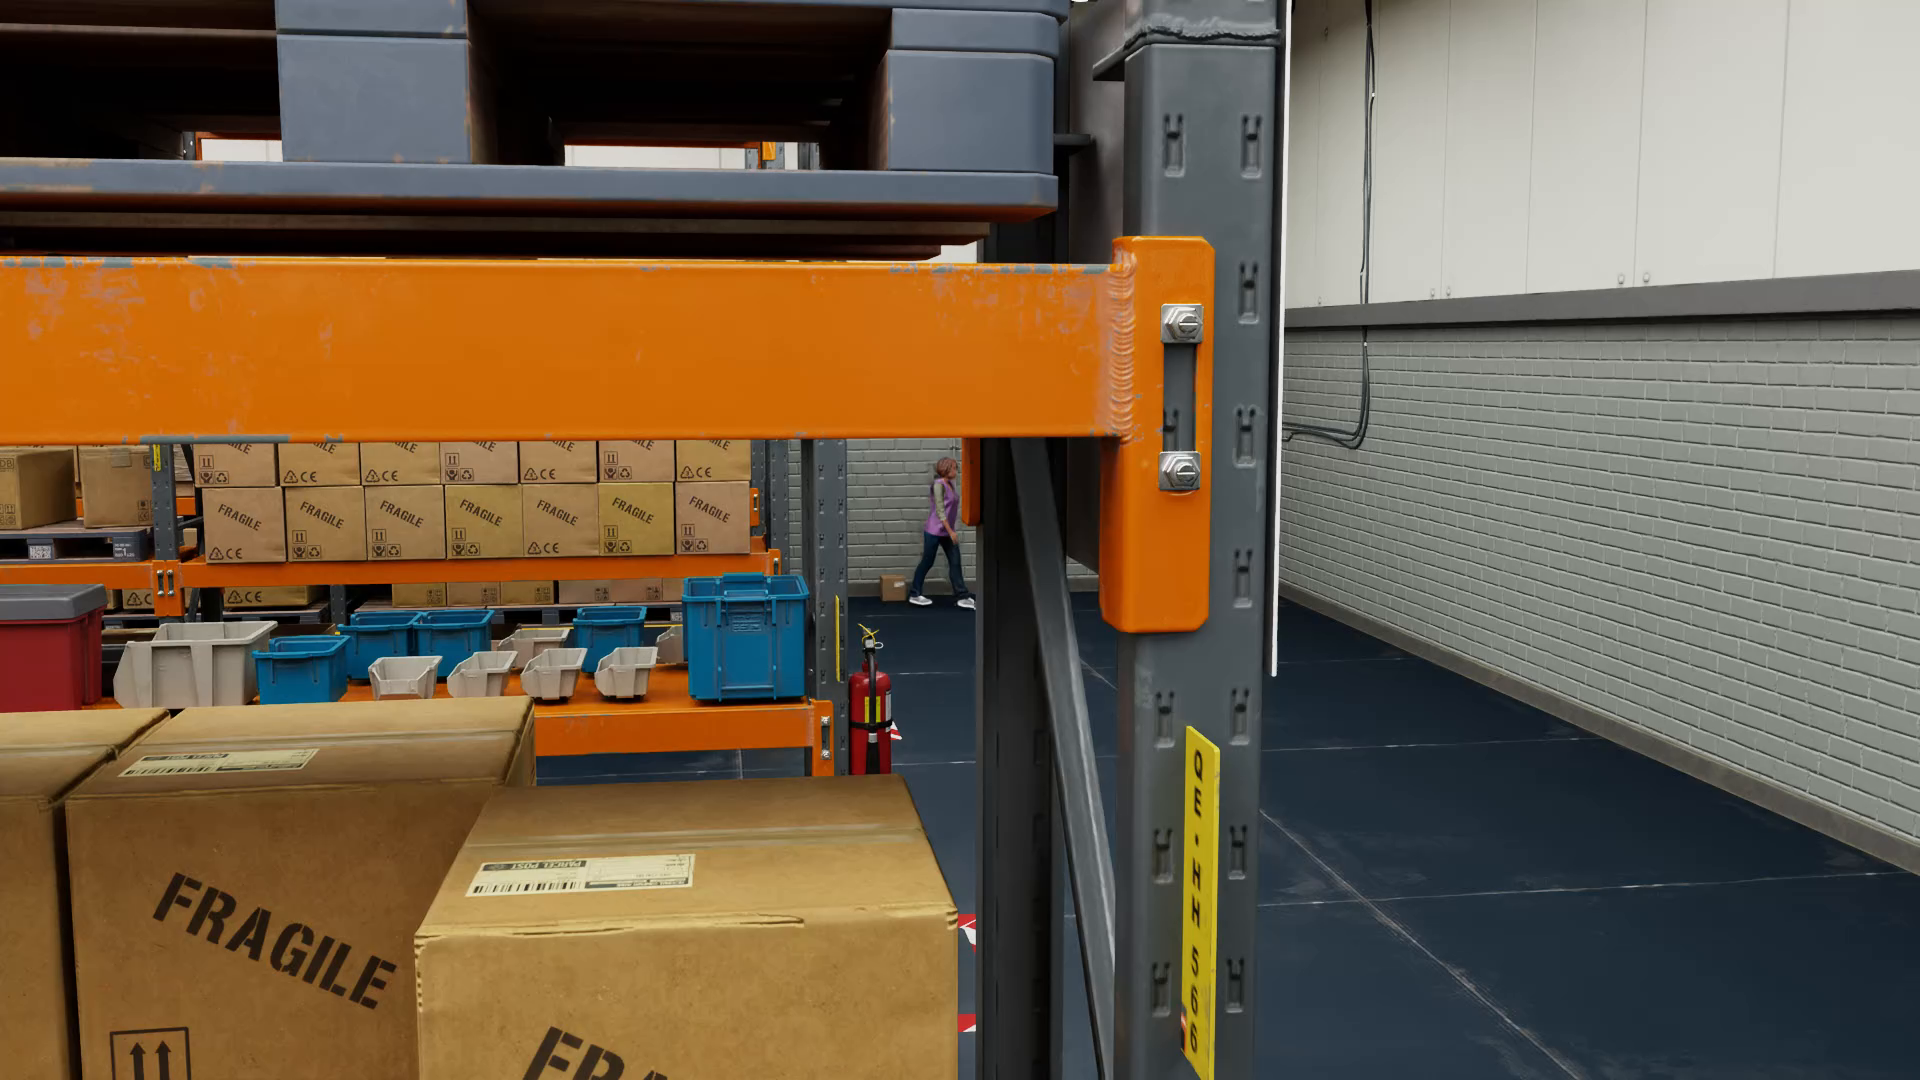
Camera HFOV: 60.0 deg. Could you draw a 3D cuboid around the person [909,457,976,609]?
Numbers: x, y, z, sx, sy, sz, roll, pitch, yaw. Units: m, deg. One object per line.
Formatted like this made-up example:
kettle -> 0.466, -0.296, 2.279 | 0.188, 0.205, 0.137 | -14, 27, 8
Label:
person -> -0.156, -0.078, 17.145 | 0.842, 1.554, 0.414 | 4, 8, 30
